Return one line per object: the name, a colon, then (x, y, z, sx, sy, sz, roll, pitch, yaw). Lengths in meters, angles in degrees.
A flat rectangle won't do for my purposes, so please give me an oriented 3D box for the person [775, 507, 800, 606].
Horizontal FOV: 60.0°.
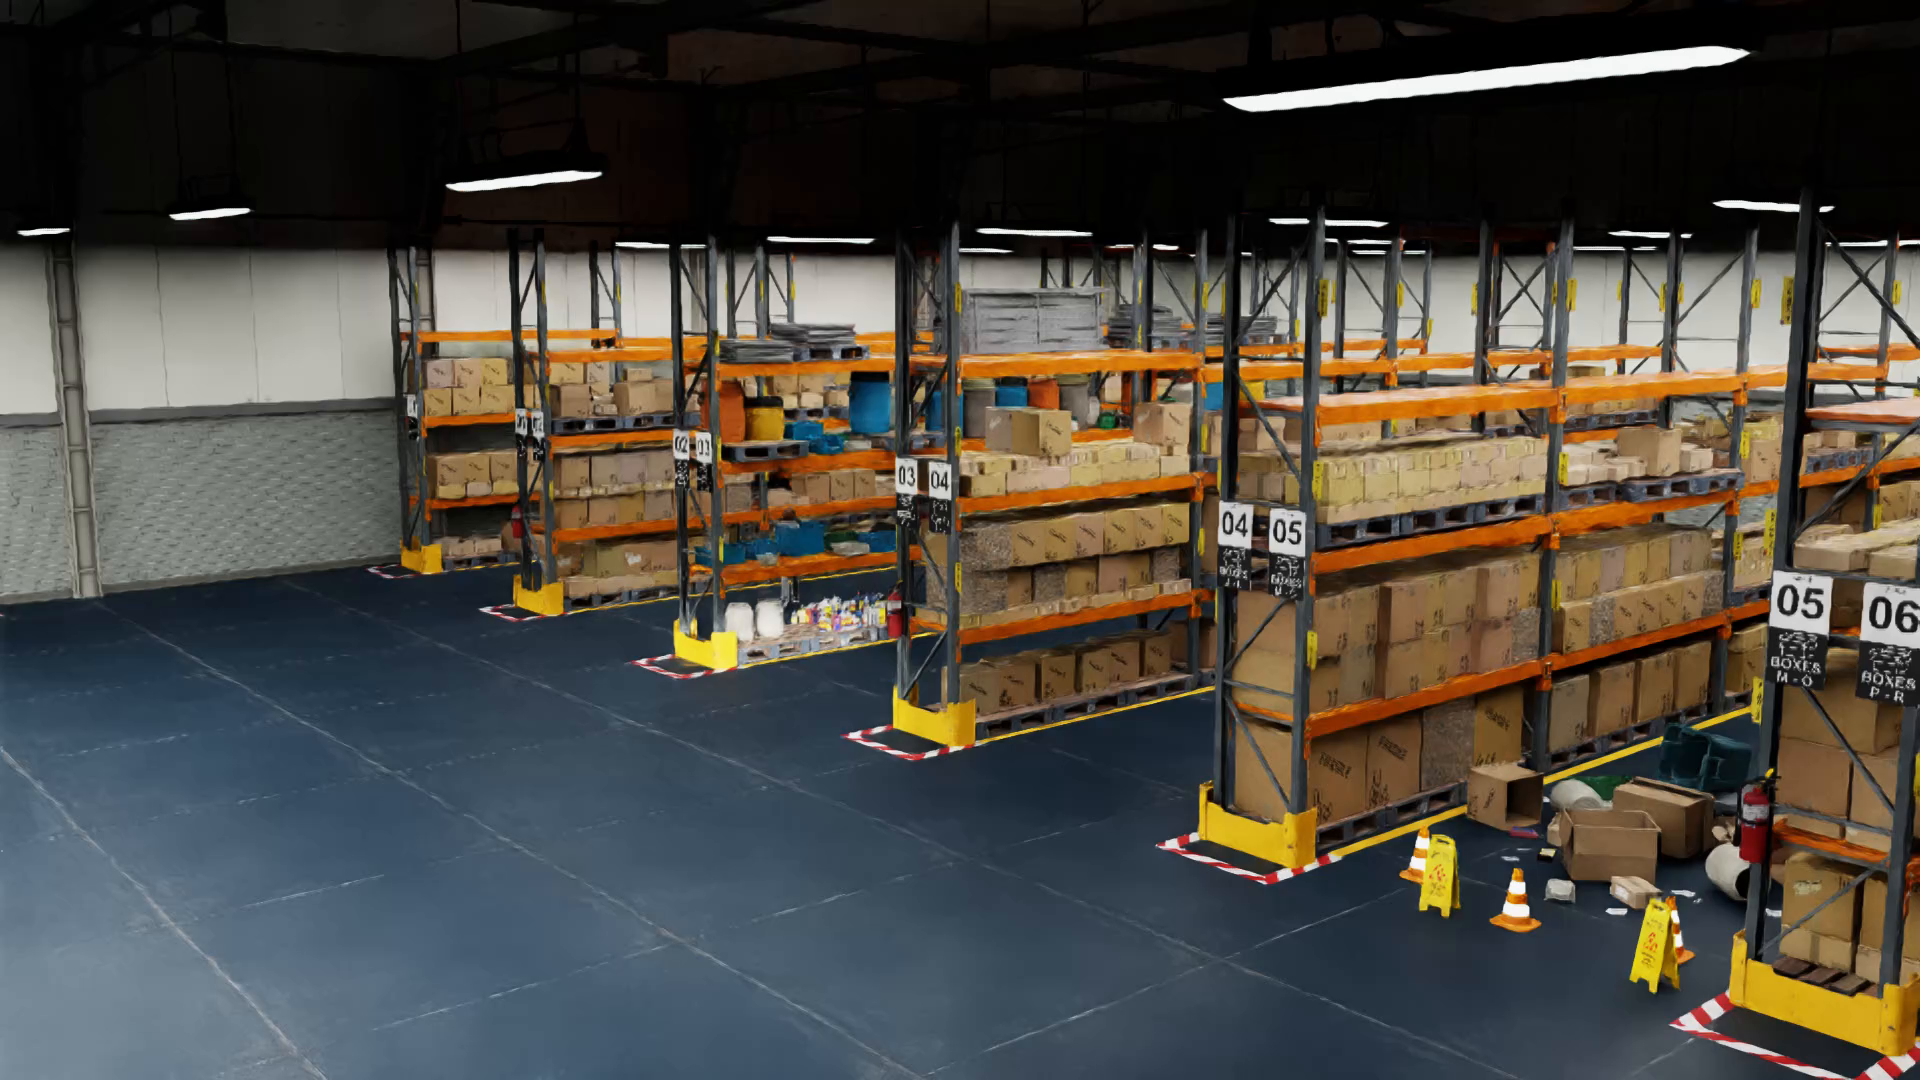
person: (-2.743, 0.259, 26.820, 0.522, 1.581, 0.527, -1, 9, -9)
